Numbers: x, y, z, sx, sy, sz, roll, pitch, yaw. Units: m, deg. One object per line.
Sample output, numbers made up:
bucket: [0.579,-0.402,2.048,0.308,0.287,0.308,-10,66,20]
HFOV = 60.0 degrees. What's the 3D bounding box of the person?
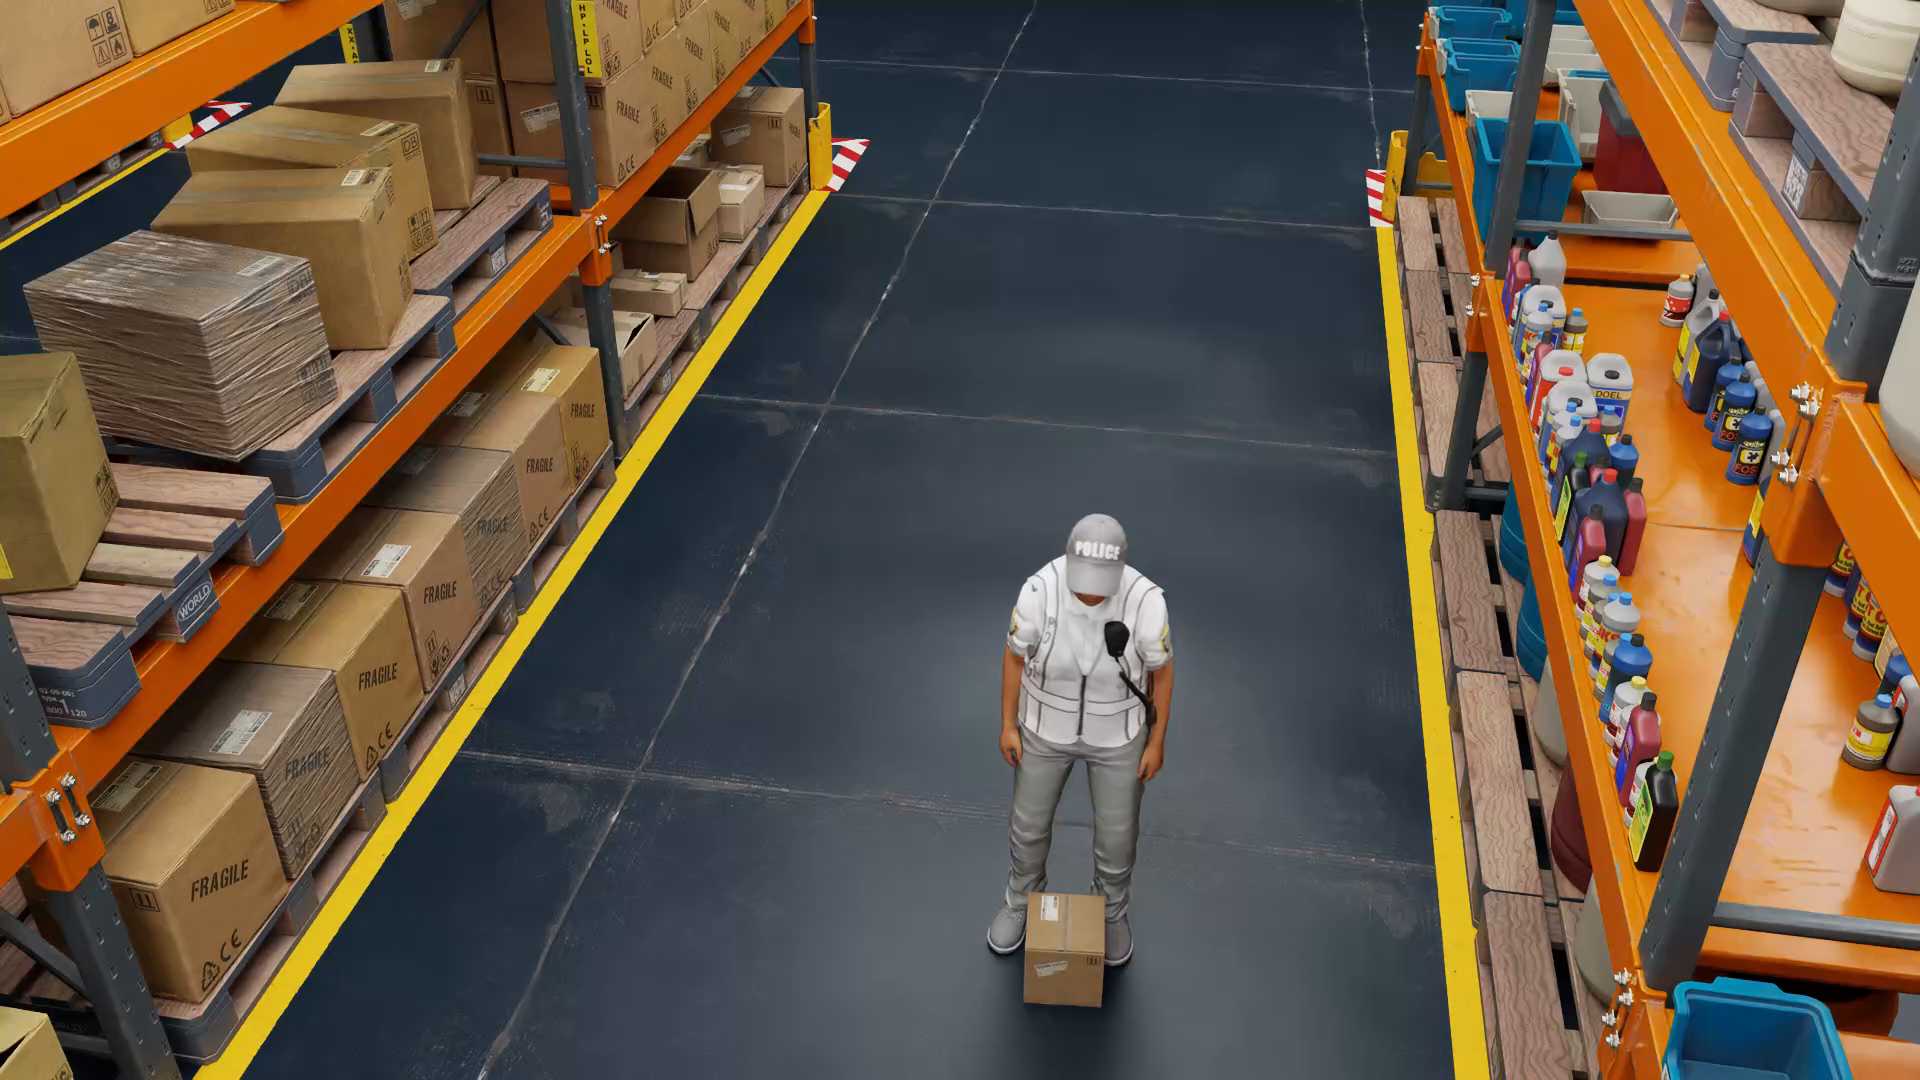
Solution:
person: [0.374,0.611,5.175,0.542,1.666,0.469,5,33,8]
